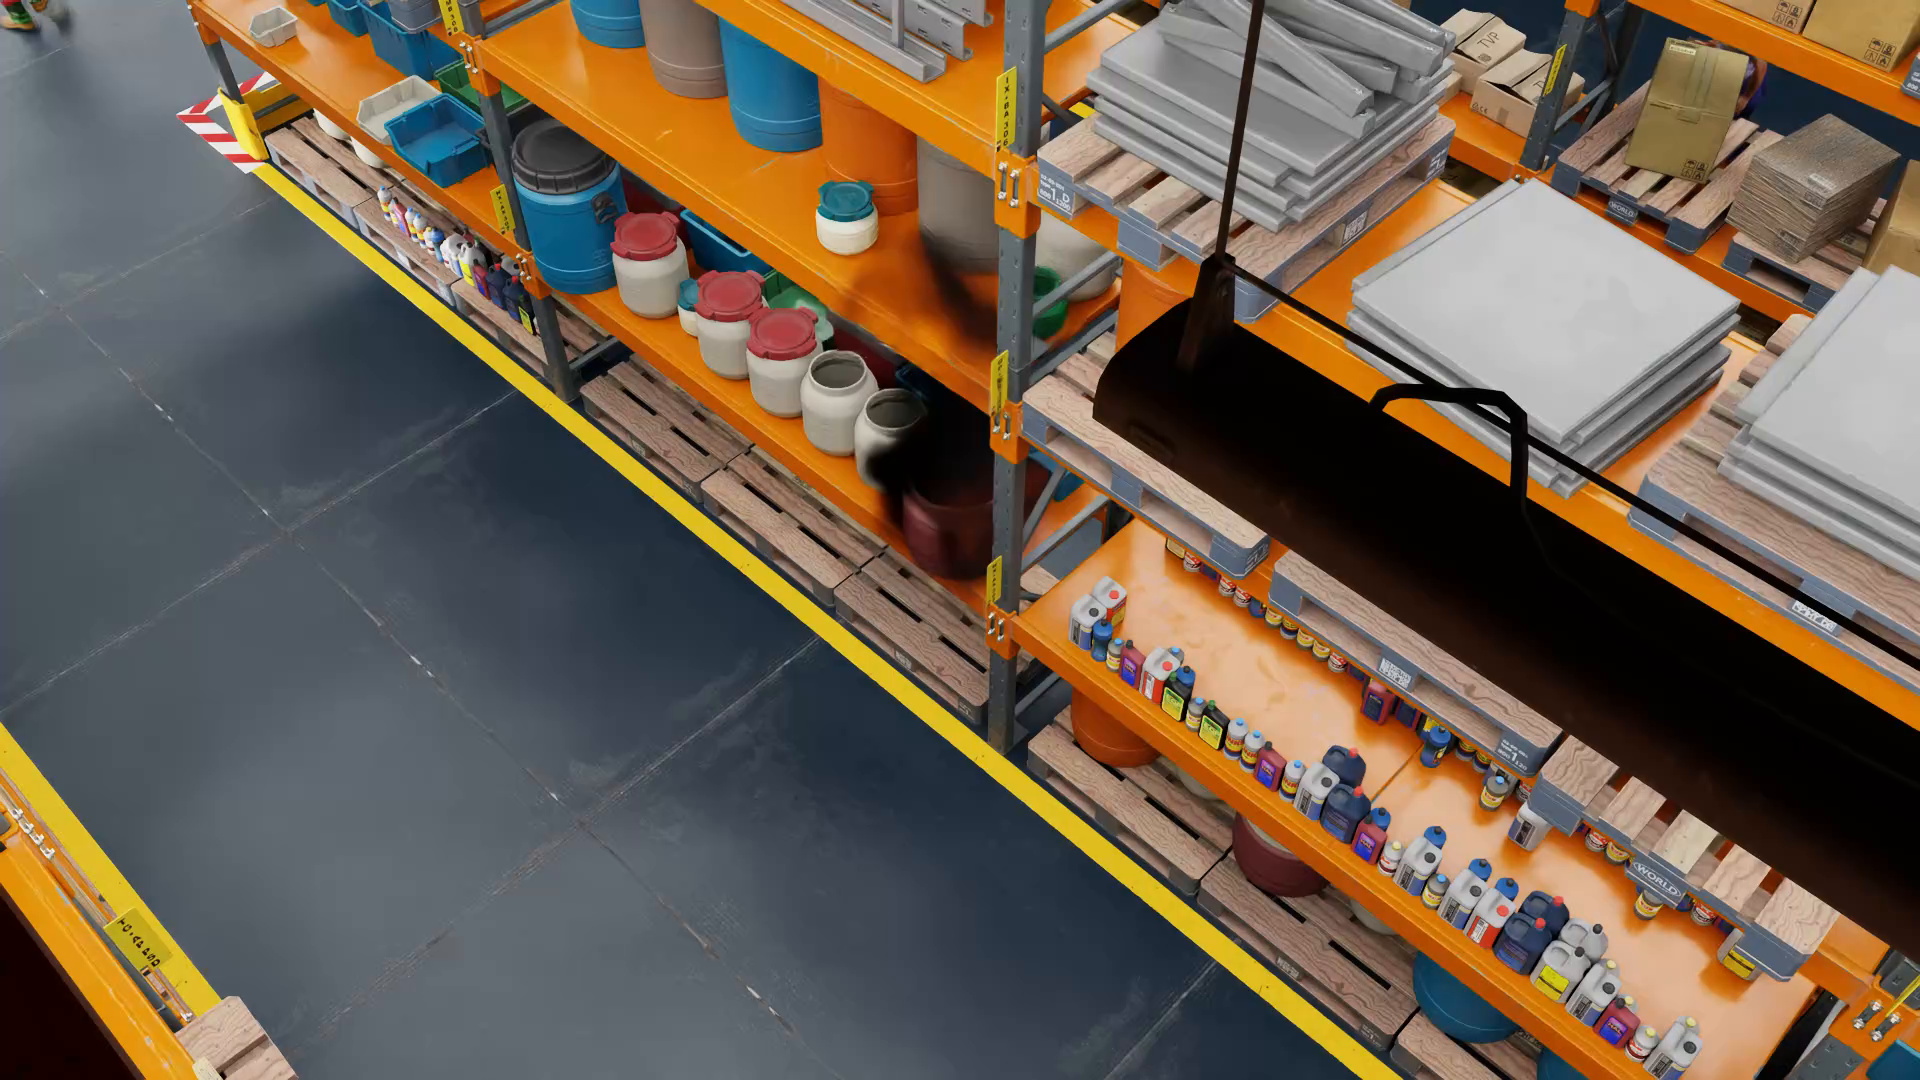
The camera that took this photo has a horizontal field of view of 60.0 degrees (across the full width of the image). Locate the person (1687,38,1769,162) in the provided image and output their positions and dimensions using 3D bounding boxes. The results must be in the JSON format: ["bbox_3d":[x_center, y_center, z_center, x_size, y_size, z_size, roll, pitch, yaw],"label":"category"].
[{"bbox_3d":[5.620,-3.305,12.150,0.860,1.541,0.617,23,54,18],"label":"person"}]

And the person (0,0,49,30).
[{"bbox_3d":[-7.903,-4.907,13.328,0.440,1.780,0.610,12,51,10],"label":"person"}]
